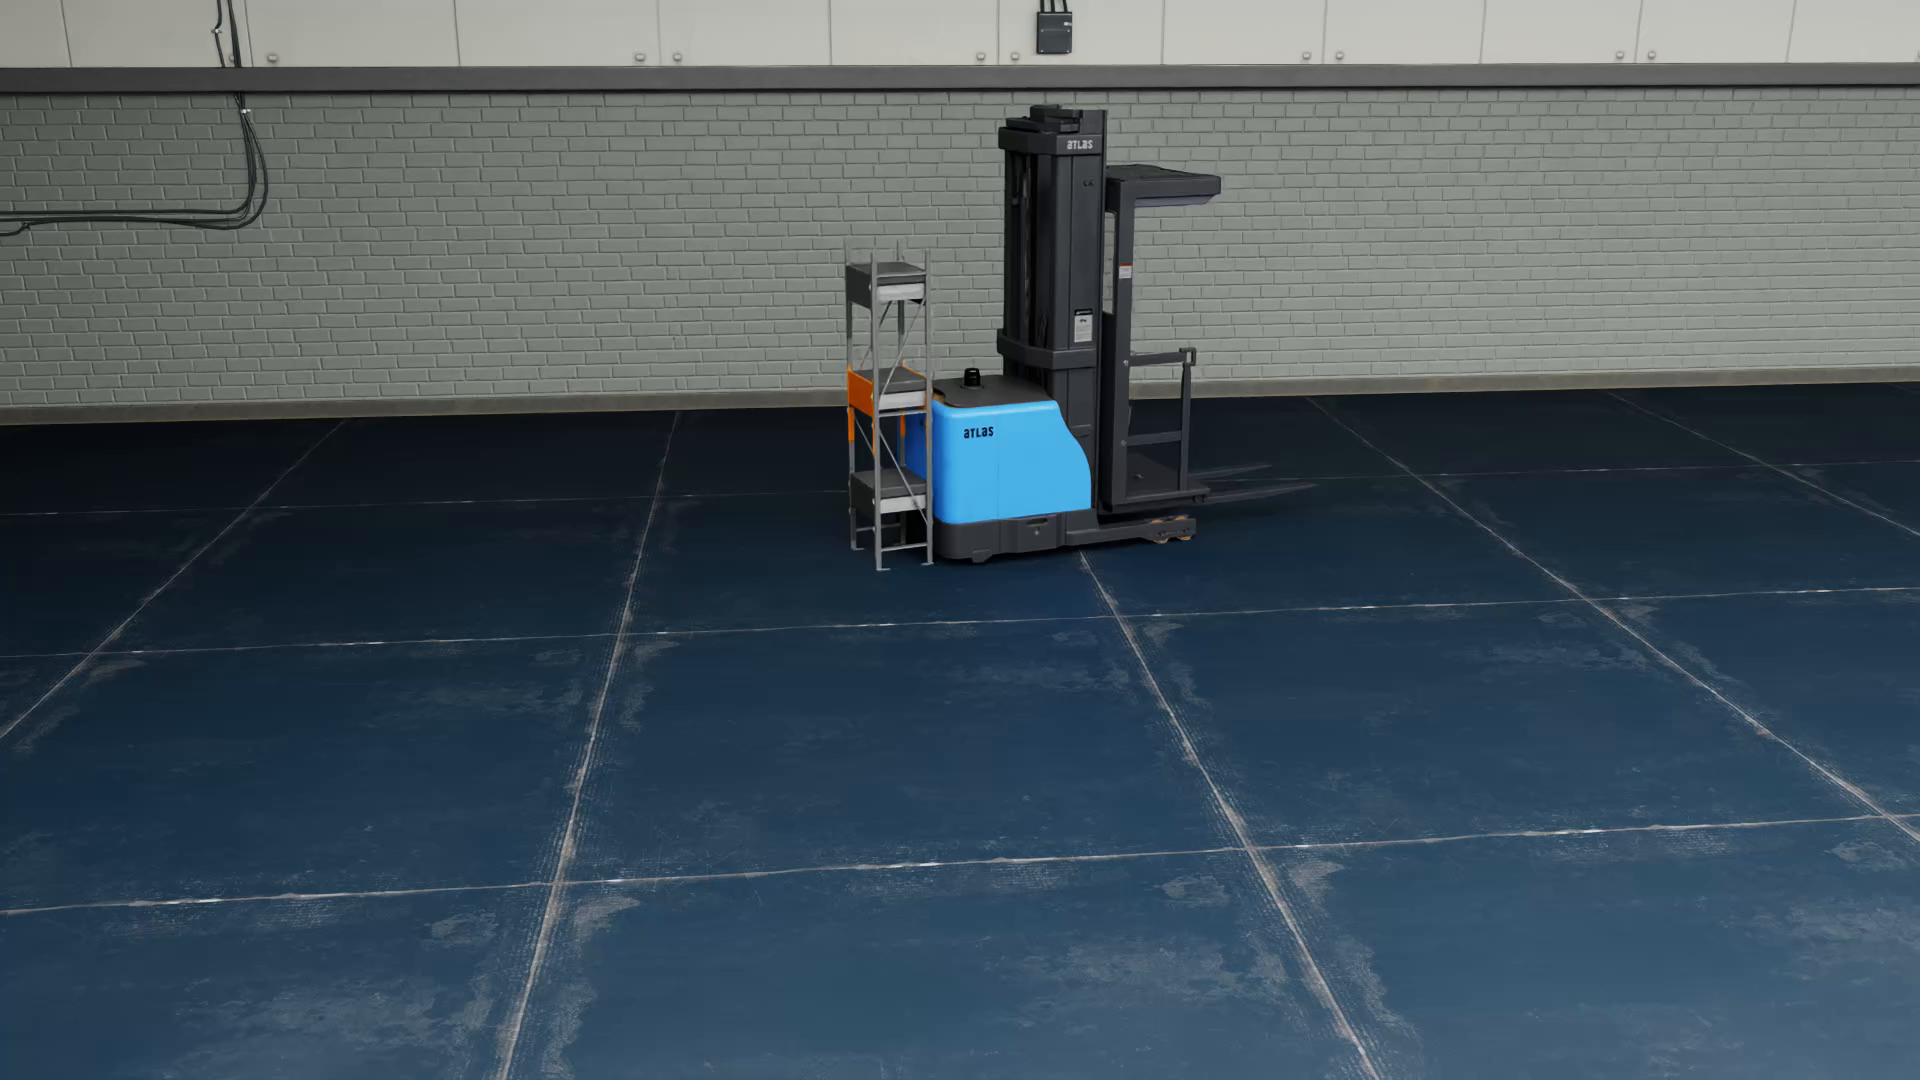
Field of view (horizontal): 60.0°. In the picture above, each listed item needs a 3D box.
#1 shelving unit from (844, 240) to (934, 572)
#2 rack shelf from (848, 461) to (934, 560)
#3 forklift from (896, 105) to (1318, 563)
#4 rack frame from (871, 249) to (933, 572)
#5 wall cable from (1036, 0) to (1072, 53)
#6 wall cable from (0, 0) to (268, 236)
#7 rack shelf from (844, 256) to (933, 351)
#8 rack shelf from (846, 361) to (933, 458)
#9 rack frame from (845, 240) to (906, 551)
[{"bbox_3d":[-0.468,-0.884,10.986,0.431,2.100,0.503,-7,19,-22],"label":"shelving unit"},{"bbox_3d":[-0.468,-0.203,11.200,0.431,0.518,0.480,-7,19,-22],"label":"rack shelf"},{"bbox_3d":[1.113,-1.511,11.595,3.031,2.935,1.130,-7,19,-21],"label":"forklift"},{"bbox_3d":[-0.371,-0.817,10.773,0.400,2.100,0.015,-7,19,-22],"label":"rack frame"},{"bbox_3d":[1.841,-7.260,14.102,2.305,6.003,0.169,-2,18,-6],"label":"wall cable"},{"bbox_3d":[-7.604,-3.868,14.157,3.097,2.526,0.112,-2,18,-6],"label":"wall cable"},{"bbox_3d":[-0.468,-1.539,10.781,0.431,0.518,0.480,-7,19,-22],"label":"rack shelf"},{"bbox_3d":[-0.468,-0.871,10.990,0.431,0.518,0.480,-7,19,-22],"label":"rack shelf"},{"bbox_3d":[-0.565,-0.951,11.200,0.400,2.100,0.015,-7,19,-22],"label":"rack frame"}]
